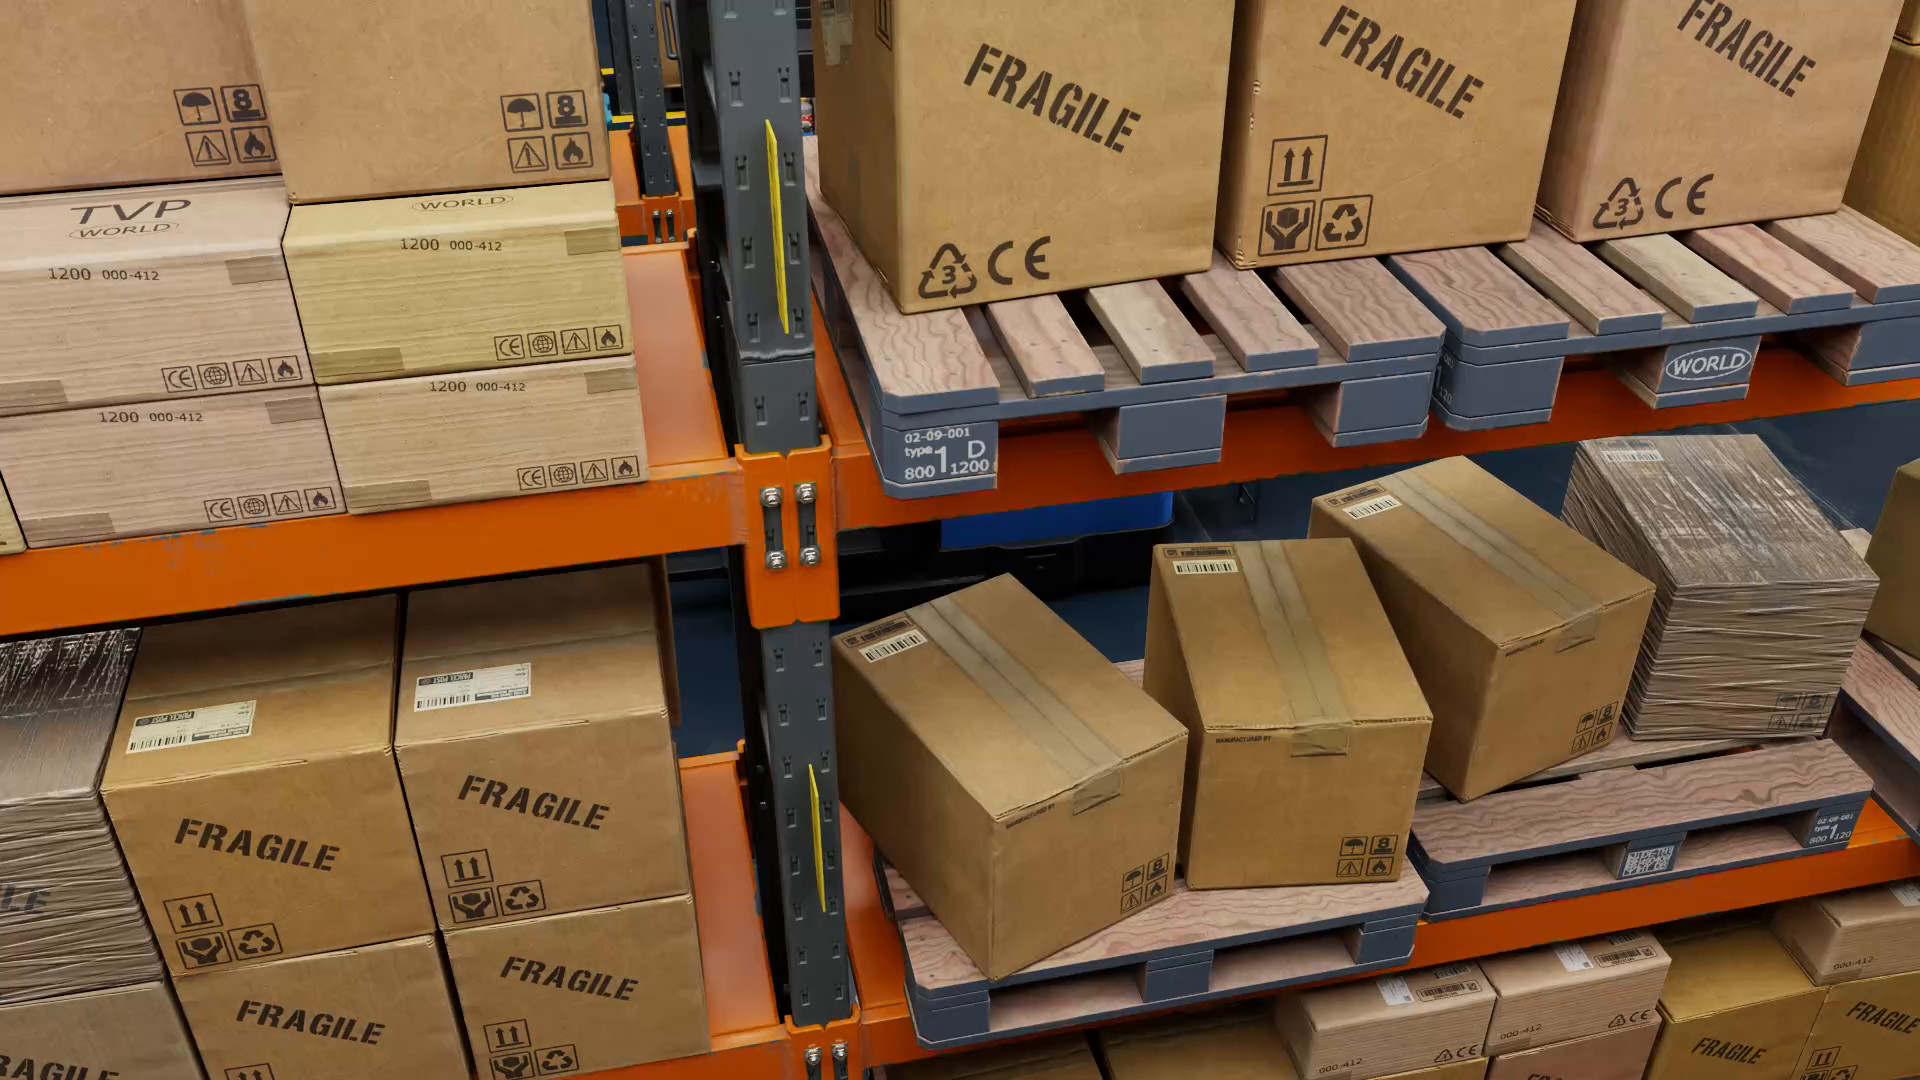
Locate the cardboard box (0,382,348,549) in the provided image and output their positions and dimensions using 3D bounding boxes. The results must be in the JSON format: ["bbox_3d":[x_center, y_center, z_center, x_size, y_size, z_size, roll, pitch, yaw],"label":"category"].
[{"bbox_3d":[-1.323,-0.251,2.875,0.500,0.250,0.500,-7,35,-11],"label":"cardboard box"}]

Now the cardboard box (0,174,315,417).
[{"bbox_3d":[-1.320,-0.452,2.725,0.500,0.250,0.500,-7,35,-11],"label":"cardboard box"}]

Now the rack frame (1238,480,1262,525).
[{"bbox_3d":[1.374,-0.637,7.623,0.015,1.200,0.240,-6,34,-9],"label":"rack frame"}]

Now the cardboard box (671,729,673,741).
[{"bbox_3d":[-0.975,0.545,4.156,0.500,0.500,0.500,-6,34,-9],"label":"cardboard box"}]

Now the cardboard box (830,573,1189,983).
[{"bbox_3d":[0.094,0.520,3.817,0.500,0.500,0.700,-19,38,-26],"label":"cardboard box"}]

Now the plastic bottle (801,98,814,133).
[{"bbox_3d":[-0.791,-2.141,8.427,0.097,0.201,0.097,0,34,0],"label":"plastic bottle"}]

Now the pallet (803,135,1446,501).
[{"bbox_3d":[0.234,-0.537,3.335,1.003,0.211,1.213,-7,35,-11],"label":"pallet"}]

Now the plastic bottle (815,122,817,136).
[{"bbox_3d":[-0.614,-1.864,7.946,0.135,0.276,0.152,-7,35,-11],"label":"plastic bottle"}]

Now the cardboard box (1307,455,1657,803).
[{"bbox_3d":[1.292,0.206,4.285,0.500,0.500,0.700,-16,37,-22],"label":"cardboard box"}]

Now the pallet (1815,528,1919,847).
[{"bbox_3d":[2.838,0.382,4.661,1.003,0.211,1.213,-7,35,-11],"label":"pallet"}]

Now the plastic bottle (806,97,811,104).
[{"bbox_3d":[-0.837,-2.238,8.504,0.135,0.276,0.152,-7,35,-11],"label":"plastic bottle"}]

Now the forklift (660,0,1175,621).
[{"bbox_3d":[-0.619,-1.151,6.836,3.031,2.935,1.130,-6,34,-9],"label":"forklift"}]

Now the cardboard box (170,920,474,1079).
[{"bbox_3d":[-1.351,0.896,3.633,0.500,0.500,0.500,-6,34,-9],"label":"cardboard box"}]

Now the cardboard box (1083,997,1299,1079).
[{"bbox_3d":[0.626,1.529,4.628,0.500,0.500,0.500,-7,34,-10],"label":"cardboard box"}]

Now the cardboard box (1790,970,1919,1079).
[{"bbox_3d":[2.624,1.278,5.001,0.500,0.500,0.500,-6,34,-9],"label":"cardboard box"}]

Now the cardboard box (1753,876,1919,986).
[{"bbox_3d":[2.570,0.976,4.779,0.500,0.250,0.500,-6,34,-9],"label":"cardboard box"}]

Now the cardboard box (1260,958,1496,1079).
[{"bbox_3d":[1.084,1.166,4.496,0.500,0.250,0.500,-7,35,-10],"label":"cardboard box"}]

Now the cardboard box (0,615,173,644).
[{"bbox_3d":[-1.944,0.247,3.703,0.500,0.500,0.500,-8,35,-12],"label":"cardboard box"}]

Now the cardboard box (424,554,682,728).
[{"bbox_3d":[-0.939,0.121,3.891,0.500,0.500,0.500,-6,34,-9],"label":"cardboard box"}]

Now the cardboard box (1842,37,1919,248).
[{"bbox_3d":[2.061,-0.908,3.629,0.500,0.500,0.910,-7,35,-11],"label":"cardboard box"}]

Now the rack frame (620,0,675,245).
[{"bbox_3d":[-1.506,-2.020,8.069,0.127,3.000,1.000,-7,35,-11],"label":"rack frame"}]

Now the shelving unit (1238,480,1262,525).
[{"bbox_3d":[1.135,-0.612,7.585,0.503,1.200,0.258,-6,34,-9],"label":"shelving unit"}]

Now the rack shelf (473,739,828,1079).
[{"bbox_3d":[-2.368,1.217,3.890,4.000,0.370,1.077,-7,35,-11],"label":"rack shelf"}]

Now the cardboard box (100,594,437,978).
[{"bbox_3d":[-1.353,0.483,3.351,0.500,0.500,0.500,-8,35,-11],"label":"cardboard box"}]

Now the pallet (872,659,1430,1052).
[{"bbox_3d":[0.386,0.713,4.168,1.213,0.211,1.003,-7,35,-11],"label":"pallet"}]

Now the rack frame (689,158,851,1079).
[{"bbox_3d":[-0.417,0.672,4.056,0.127,3.000,1.000,-7,35,-11],"label":"rack frame"}]

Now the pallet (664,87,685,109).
[{"bbox_3d":[-1.863,-3.690,13.059,1.213,0.211,1.003,-7,35,-11],"label":"pallet"}]

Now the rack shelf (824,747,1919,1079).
[{"bbox_3d":[1.533,0.725,4.623,4.000,0.370,1.077,-7,35,-11],"label":"rack shelf"}]

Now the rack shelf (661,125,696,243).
[{"bbox_3d":[0.444,-1.967,8.635,4.000,0.370,1.077,-7,35,-11],"label":"rack shelf"}]

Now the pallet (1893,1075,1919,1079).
[{"bbox_3d":[2.747,1.410,5.460,1.213,0.211,1.003,-7,35,-11],"label":"pallet"}]

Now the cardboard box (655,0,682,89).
[{"bbox_3d":[-1.979,-4.094,12.689,0.875,0.875,1.225,-7,35,-10],"label":"cardboard box"}]

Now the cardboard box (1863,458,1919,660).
[{"bbox_3d":[2.895,0.103,4.437,0.500,0.500,0.700,-19,38,-26],"label":"cardboard box"}]

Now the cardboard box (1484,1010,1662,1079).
[{"bbox_3d":[1.608,1.410,4.806,0.500,0.500,0.500,-8,35,-12],"label":"cardboard box"}]

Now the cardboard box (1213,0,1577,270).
[{"bbox_3d":[0.737,-0.947,3.221,0.600,0.600,0.600,-8,35,-11],"label":"cardboard box"}]

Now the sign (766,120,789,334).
[{"bbox_3d":[-0.290,-0.494,2.638,0.005,0.325,0.100,-7,35,-11],"label":"sign"}]

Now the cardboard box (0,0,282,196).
[{"bbox_3d":[-1.402,-0.965,2.817,0.500,0.500,0.700,-7,35,-11],"label":"cardboard box"}]
